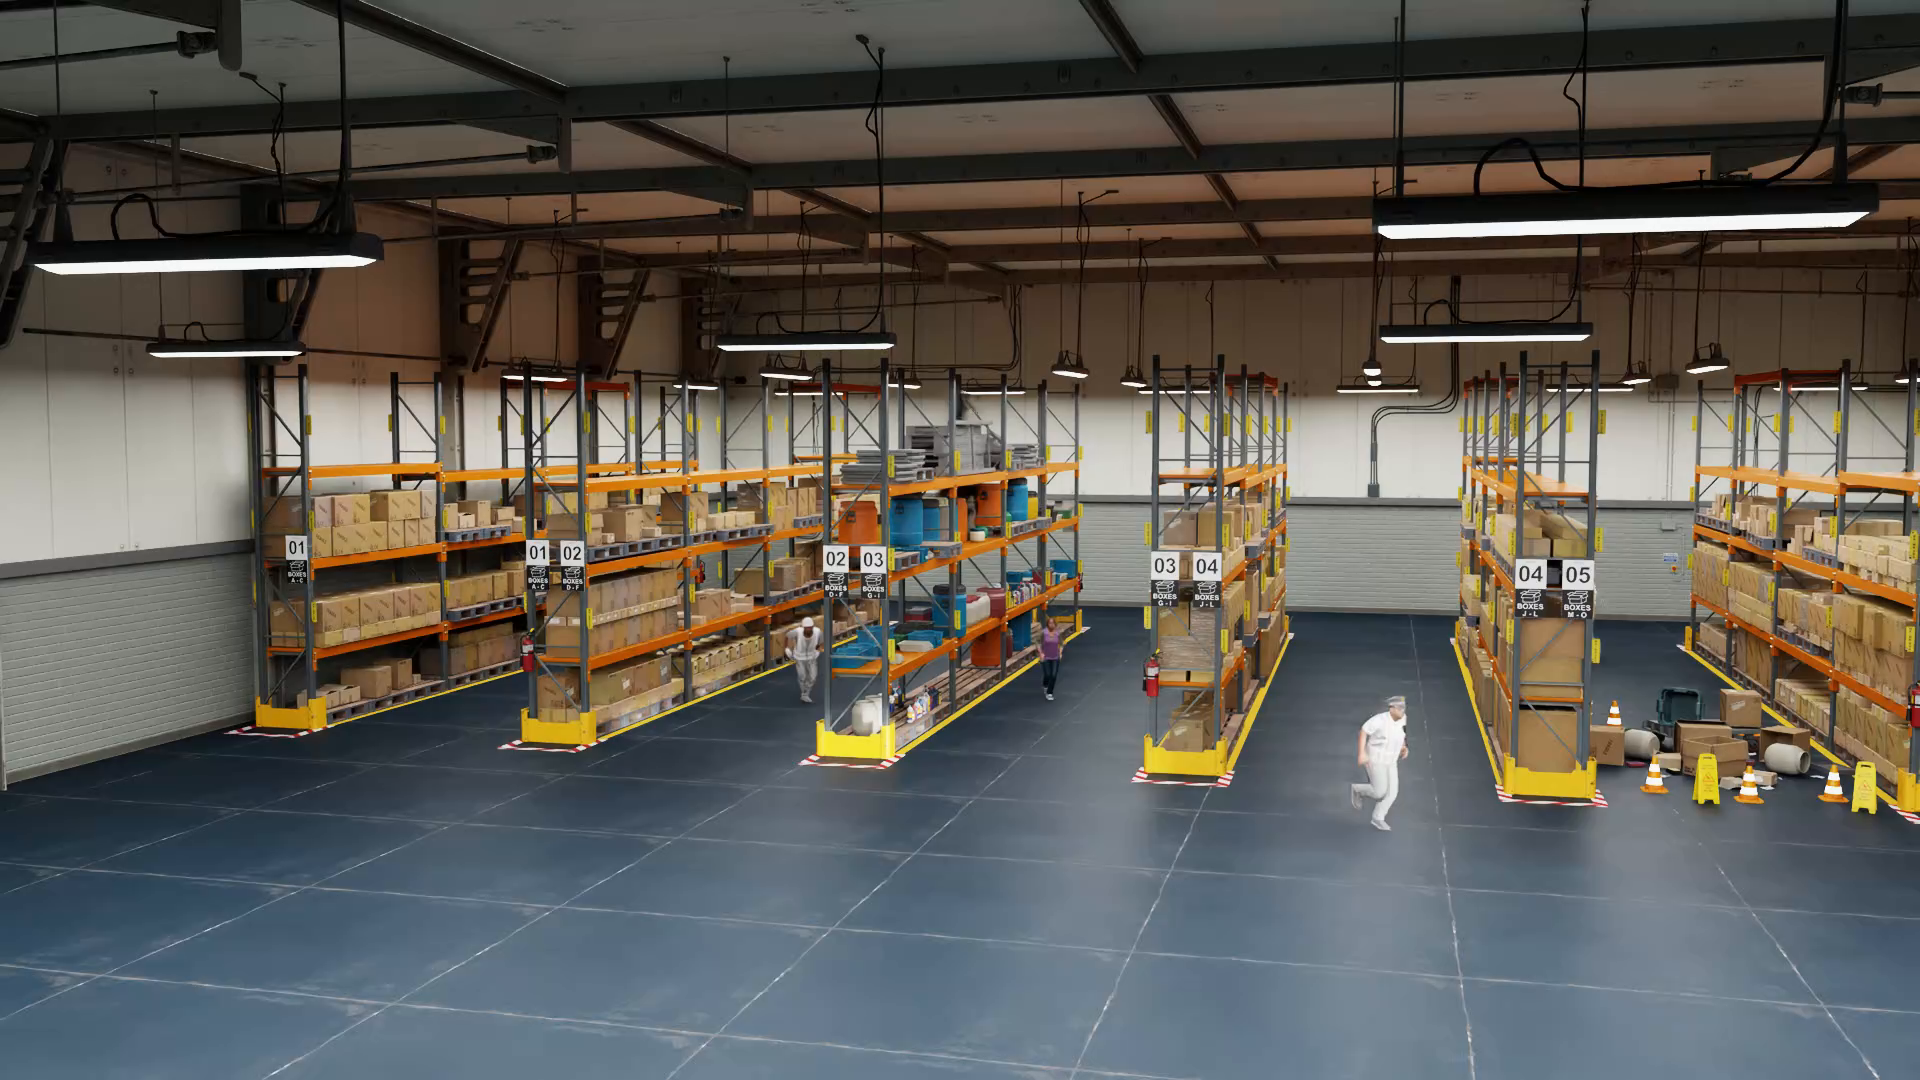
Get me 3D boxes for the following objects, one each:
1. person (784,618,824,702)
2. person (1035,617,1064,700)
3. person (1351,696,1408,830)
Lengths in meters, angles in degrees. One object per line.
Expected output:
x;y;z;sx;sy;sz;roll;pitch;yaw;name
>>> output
-2.811;2.154;29.929;0.711;1.583;0.868;-1;4;-14;person
1.639;2.157;30.244;0.519;1.530;0.564;-1;4;-8;person
5.236;2.748;20.763;0.658;1.709;0.790;-3;5;-36;person
